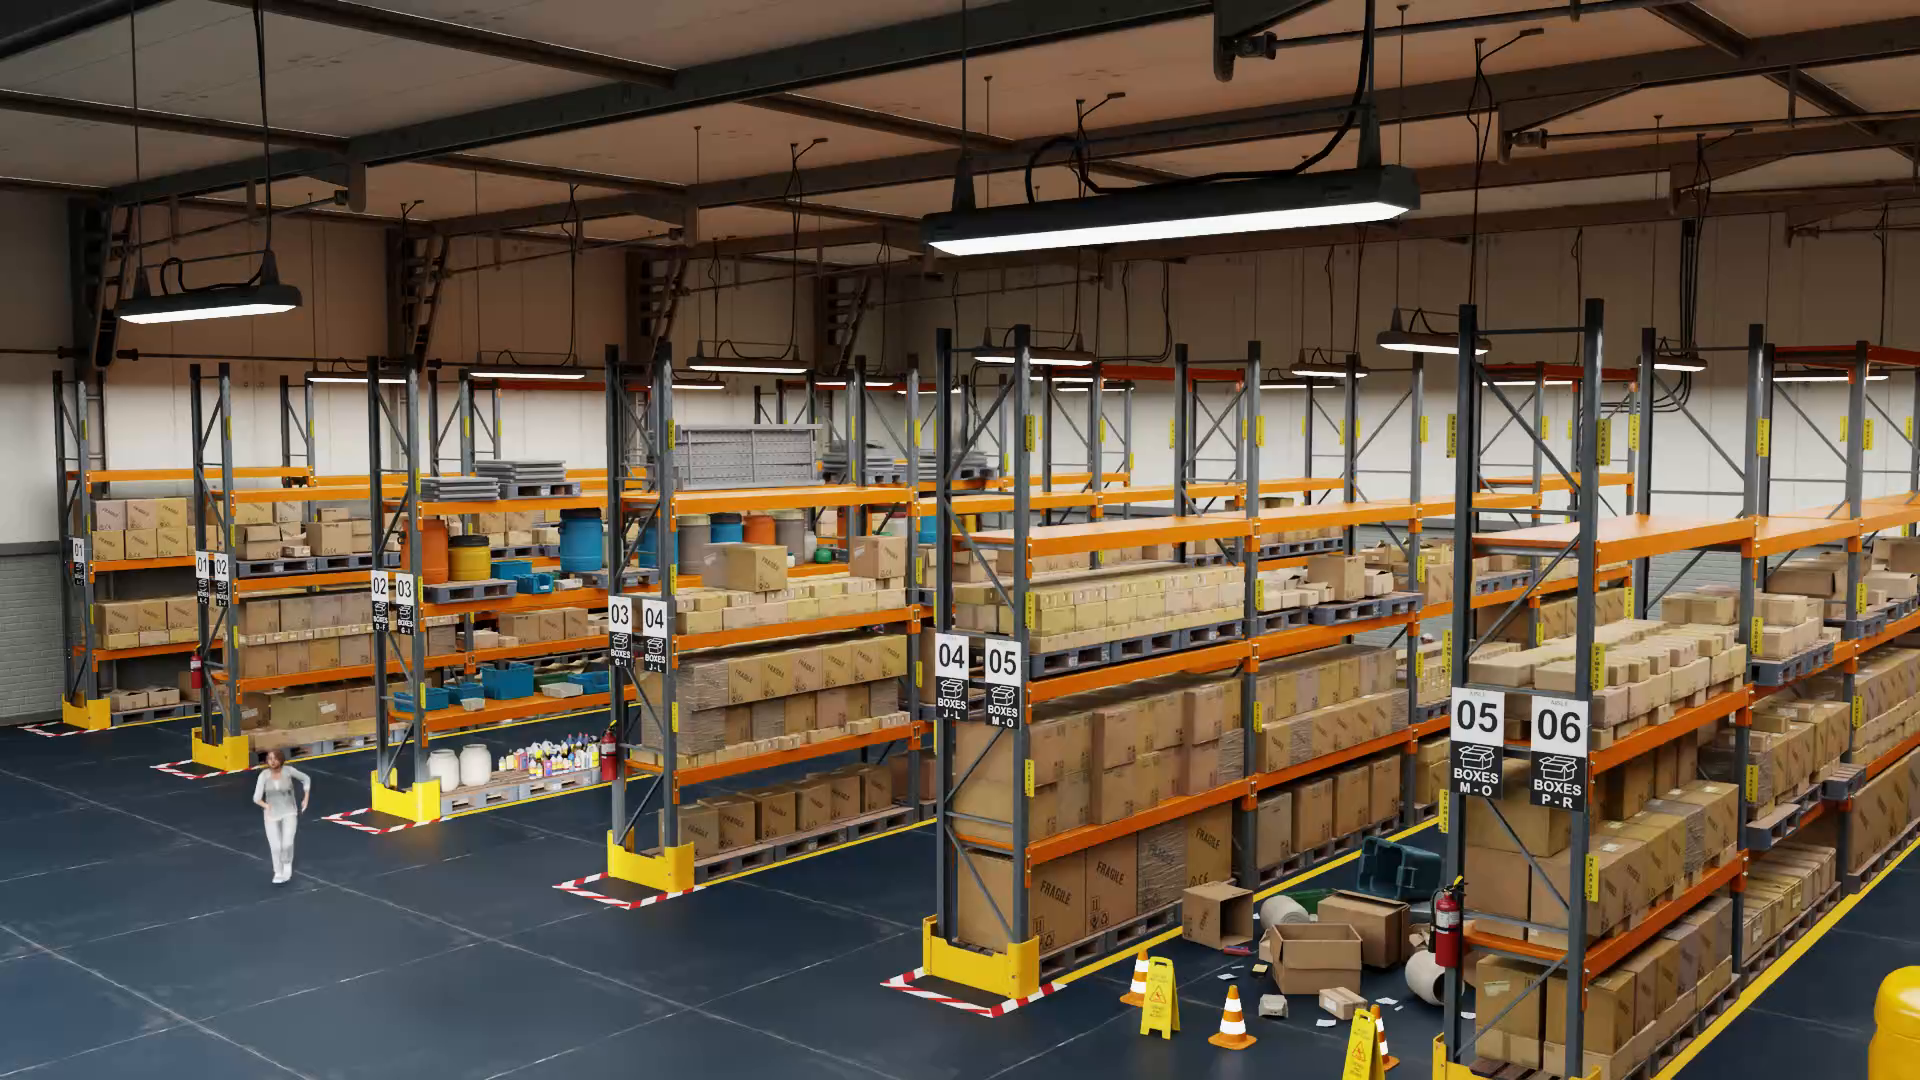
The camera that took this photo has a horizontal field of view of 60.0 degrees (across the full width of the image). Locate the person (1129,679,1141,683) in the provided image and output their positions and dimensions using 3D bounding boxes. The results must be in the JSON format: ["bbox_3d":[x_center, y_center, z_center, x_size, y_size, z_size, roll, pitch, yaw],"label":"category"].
[{"bbox_3d":[2.349,2.694,22.336,0.700,1.719,0.625,3,5,33],"label":"person"}]

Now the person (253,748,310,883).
[{"bbox_3d":[-7.460,3.053,18.294,0.560,1.550,0.734,-1,4,-14],"label":"person"}]

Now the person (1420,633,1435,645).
[{"bbox_3d":[7.510,2.373,26.582,0.664,1.779,0.874,4,6,42],"label":"person"}]
